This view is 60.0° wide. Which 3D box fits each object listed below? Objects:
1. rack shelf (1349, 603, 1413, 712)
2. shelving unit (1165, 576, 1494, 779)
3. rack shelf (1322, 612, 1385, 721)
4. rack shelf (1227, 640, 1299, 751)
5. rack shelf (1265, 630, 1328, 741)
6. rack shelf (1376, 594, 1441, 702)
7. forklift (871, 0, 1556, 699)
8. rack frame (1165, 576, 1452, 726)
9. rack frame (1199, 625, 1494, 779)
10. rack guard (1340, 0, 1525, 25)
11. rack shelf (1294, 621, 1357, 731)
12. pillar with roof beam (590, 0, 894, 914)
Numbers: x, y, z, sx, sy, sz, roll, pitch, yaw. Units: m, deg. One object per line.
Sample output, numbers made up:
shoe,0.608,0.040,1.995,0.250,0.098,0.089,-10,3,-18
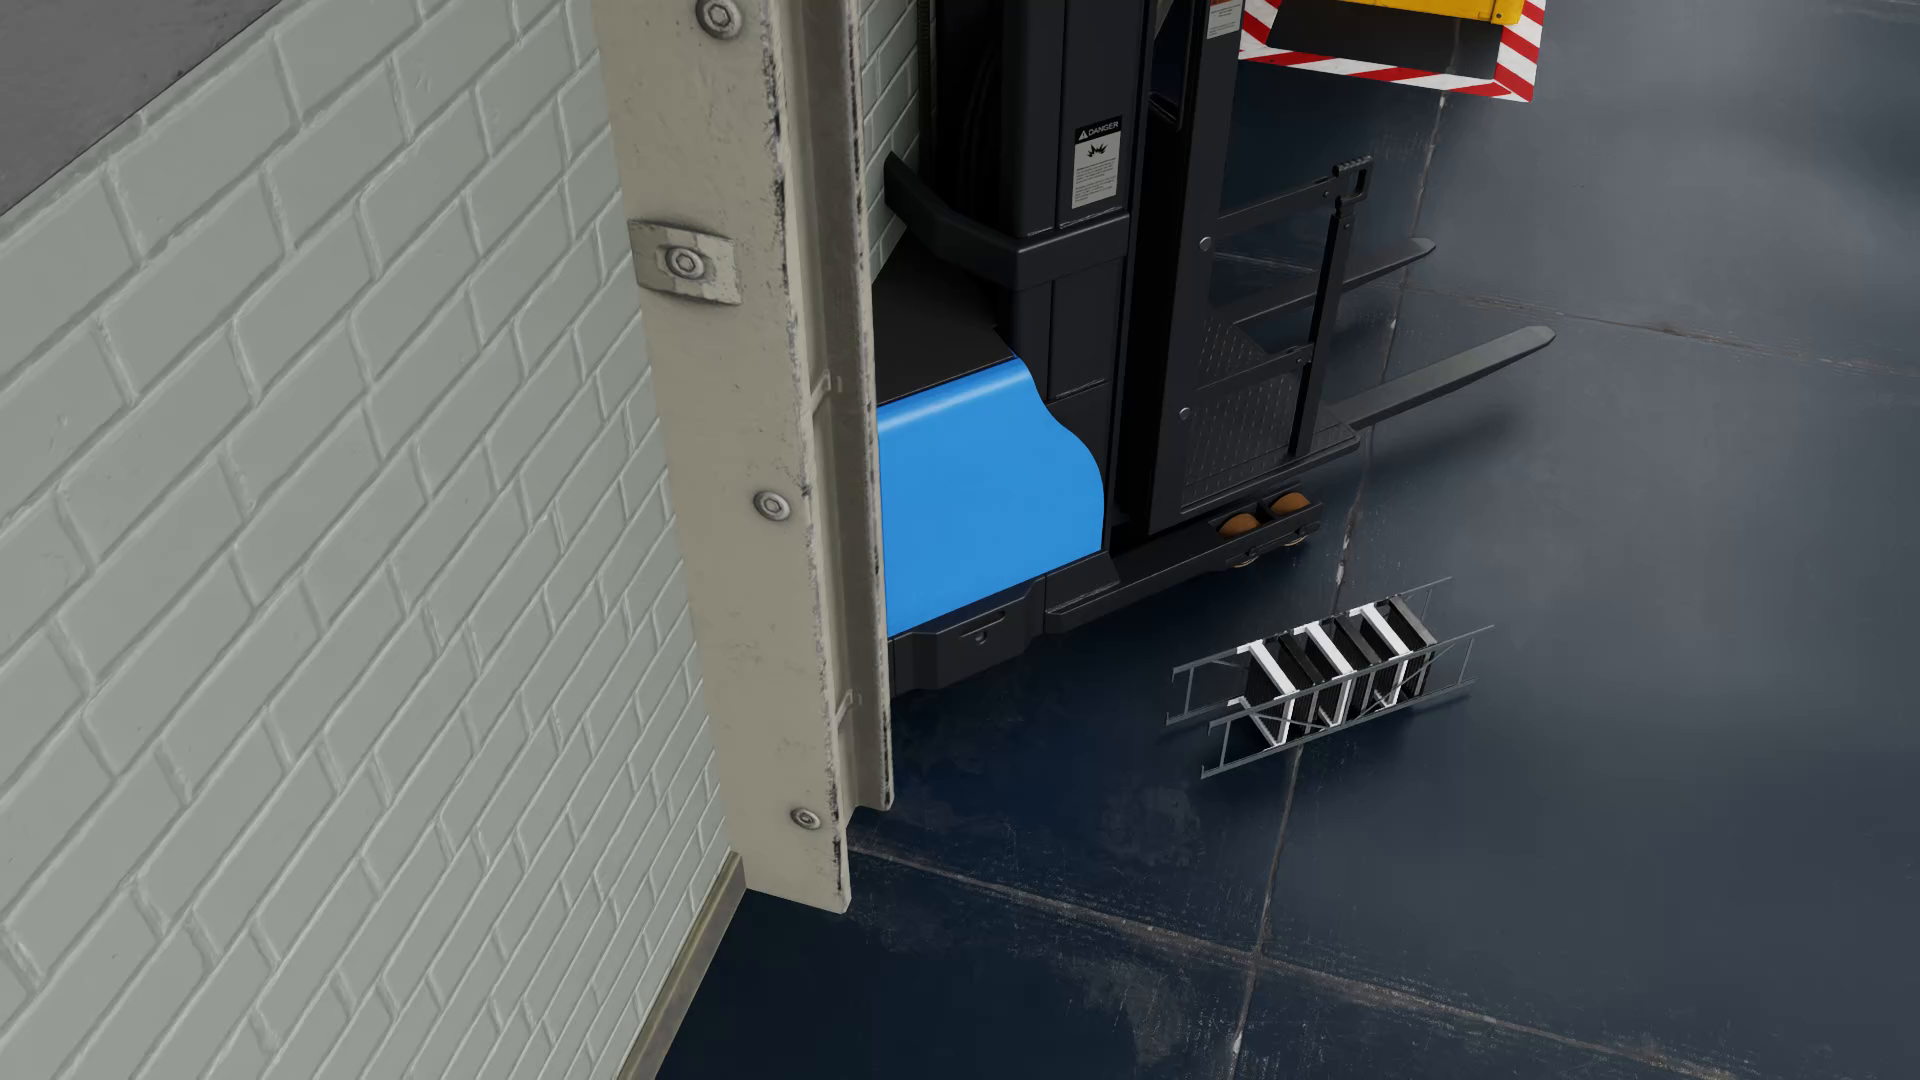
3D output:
rack shelf,1.166,0.339,4.693,0.077,0.258,0.200,-16,47,-16
shelving unit,1.031,0.379,4.652,0.900,0.258,0.210,-16,47,-16
rack shelf,1.084,0.364,4.668,0.077,0.258,0.200,-16,47,-16
rack shelf,0.835,0.437,4.593,0.077,0.258,0.200,-16,47,-16
rack shelf,0.918,0.412,4.618,0.077,0.258,0.200,-16,47,-16
rack shelf,1.249,0.315,4.718,0.077,0.258,0.200,-16,47,-16
forklift,0.546,-1.264,4.447,3.031,2.935,1.130,-22,48,-21
rack frame,0.992,0.313,4.719,0.900,0.240,0.006,-16,47,-16
rack frame,1.071,0.445,4.585,0.900,0.240,0.006,-16,47,-16
rack guard,2.069,-2.783,7.736,1.175,0.500,0.348,13,46,13
rack shelf,1.001,0.388,4.643,0.077,0.258,0.200,-16,47,-16
pillar with roof beam,3.719,-1.508,0.357,9.100,9.000,0.400,13,46,13
